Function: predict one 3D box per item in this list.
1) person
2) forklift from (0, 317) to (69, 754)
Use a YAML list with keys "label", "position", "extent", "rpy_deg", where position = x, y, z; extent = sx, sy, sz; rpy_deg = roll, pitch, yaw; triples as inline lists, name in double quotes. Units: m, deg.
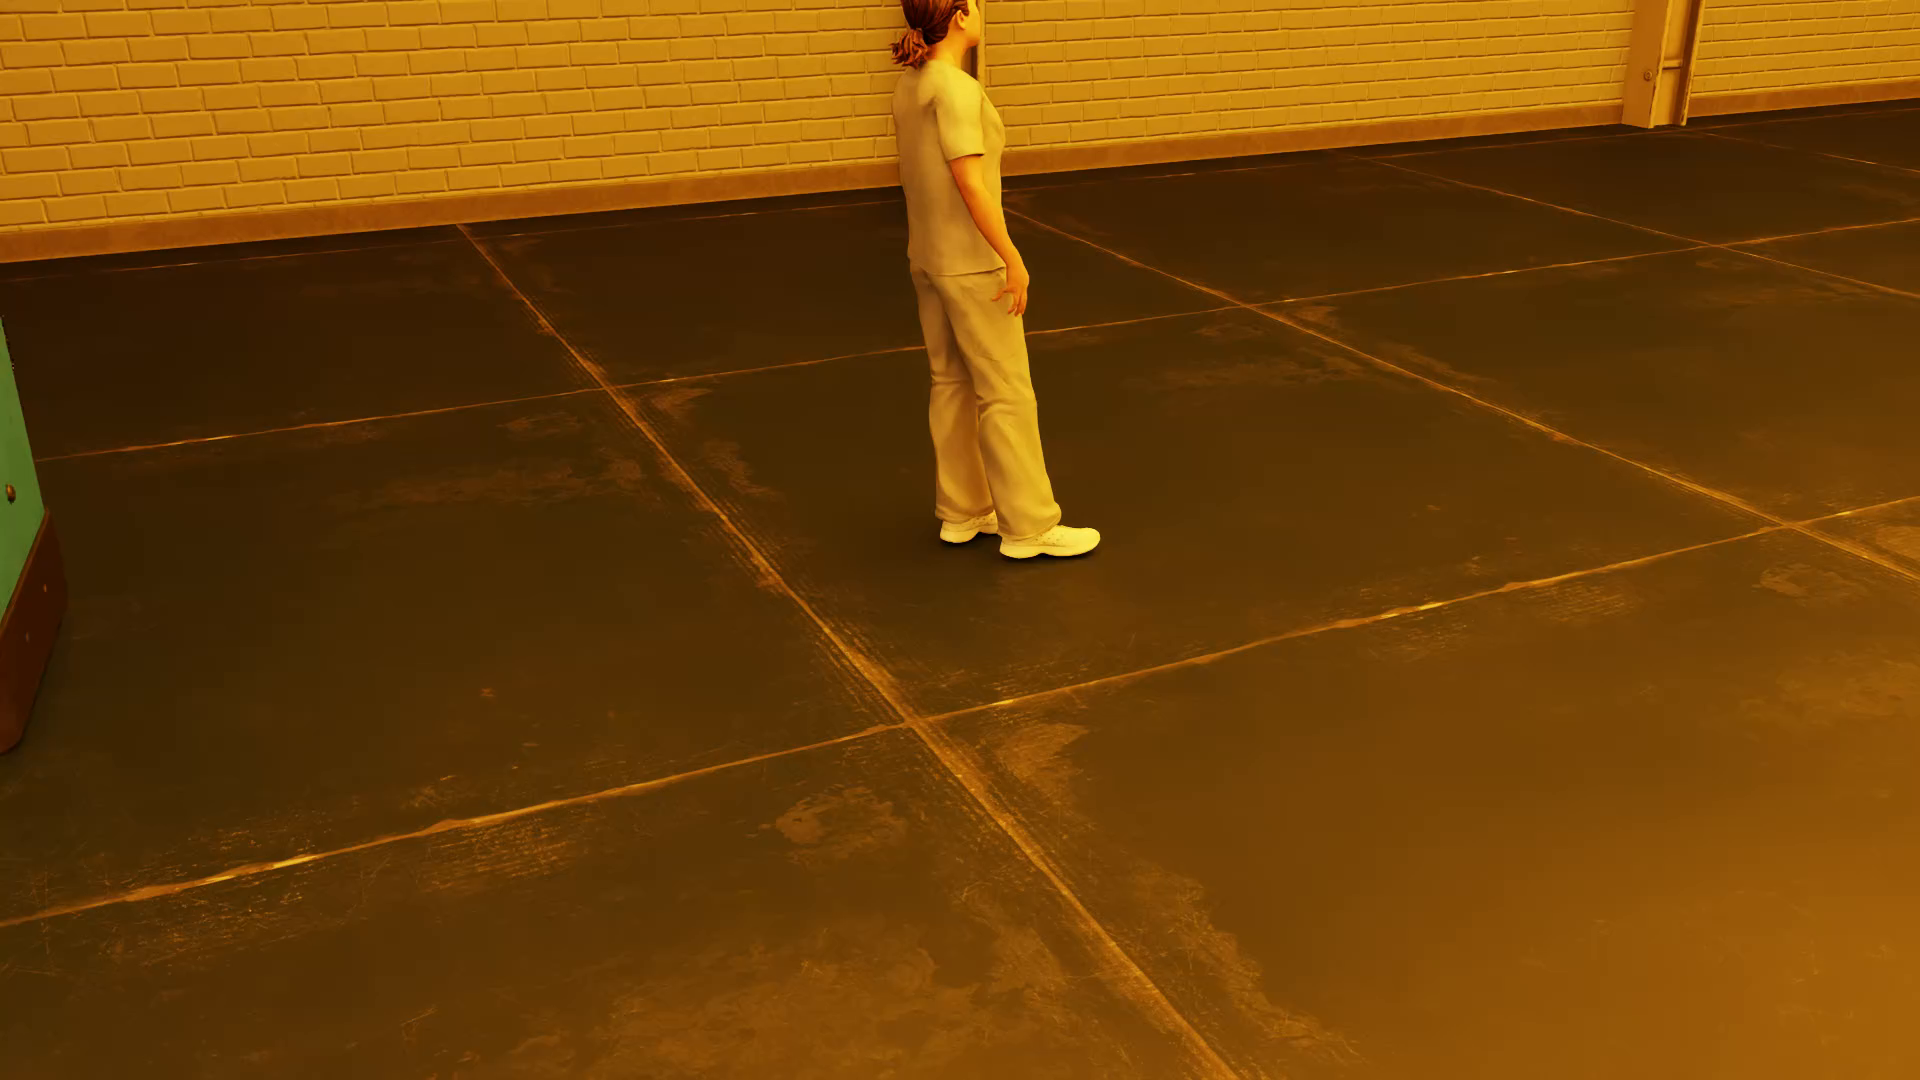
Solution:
- label: "person"
  position: [0.073, -0.783, 4.802]
  extent: [0.548, 1.663, 0.549]
  rpy_deg: [-10, 25, -23]
- label: "forklift"
  position: [-3.728, -0.790, 3.187]
  extent: [3.031, 2.935, 1.130]
  rpy_deg: [-8, 24, -18]
